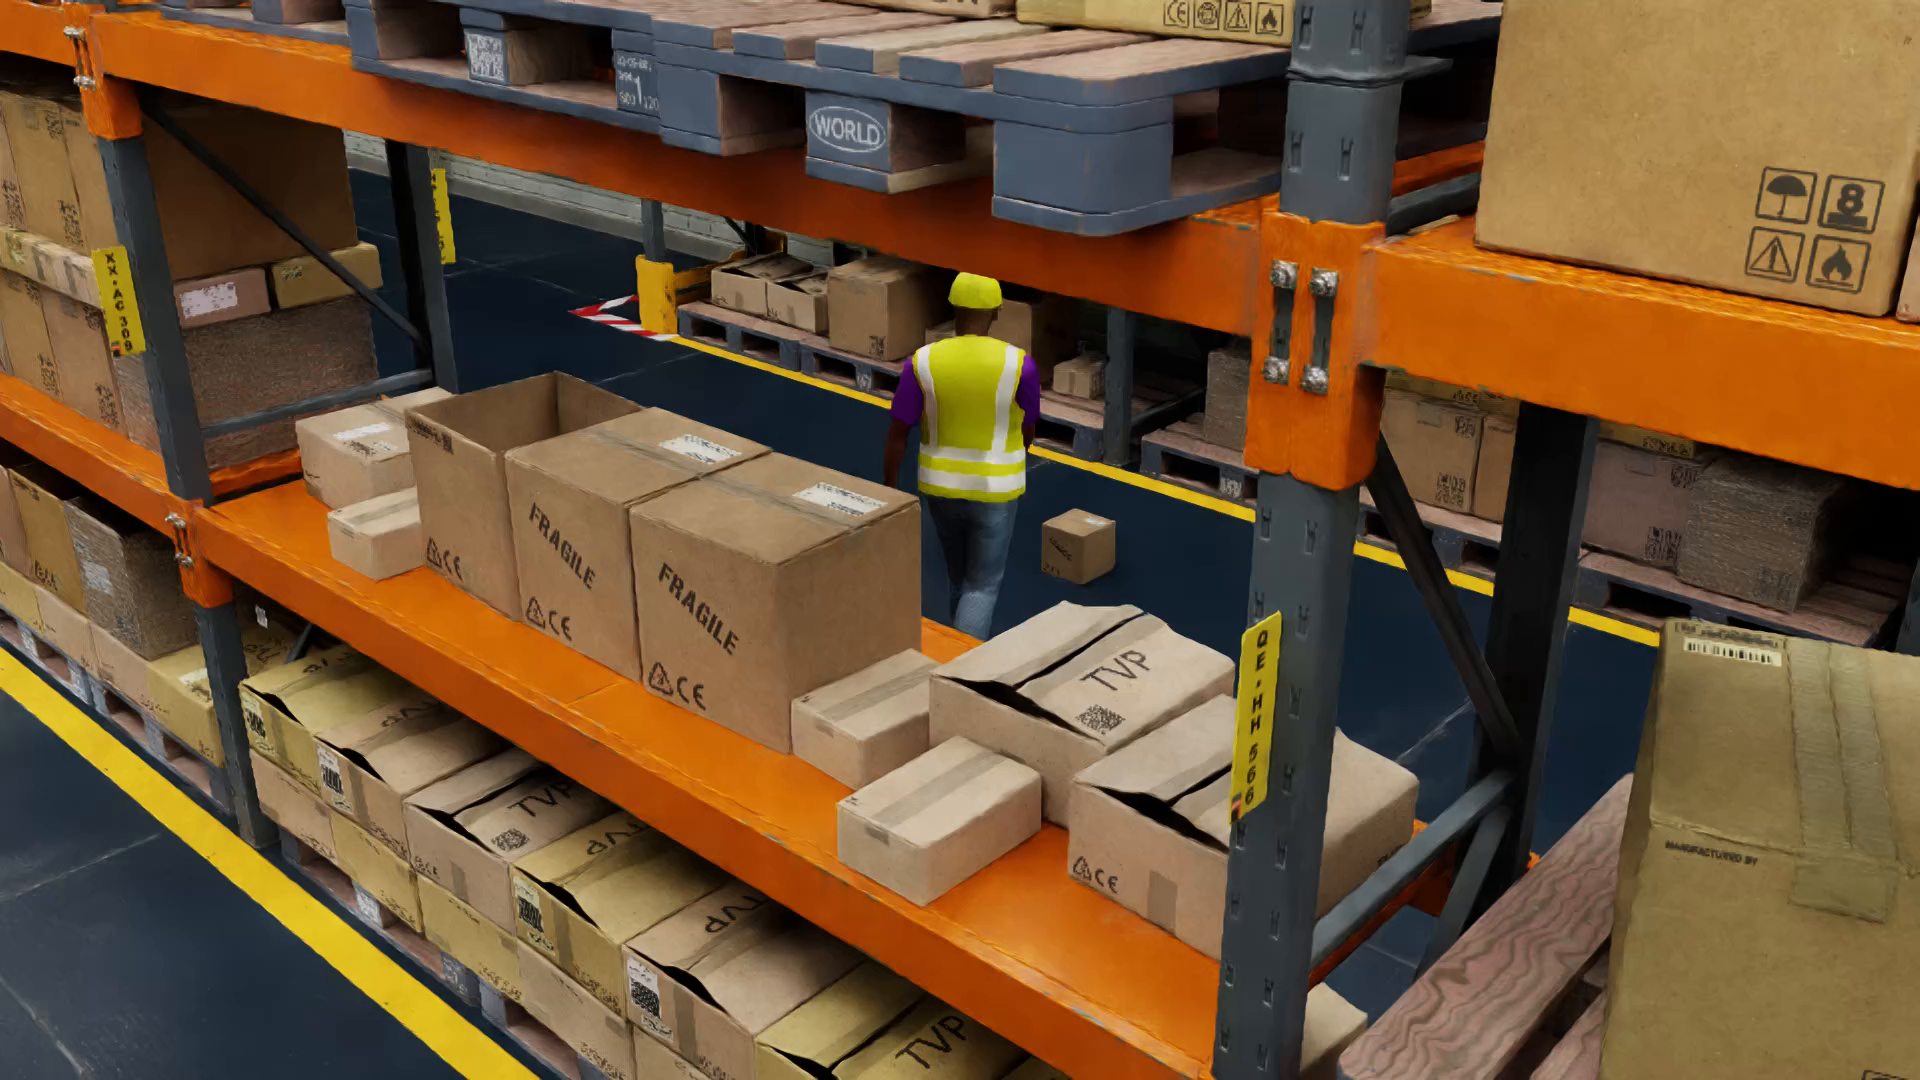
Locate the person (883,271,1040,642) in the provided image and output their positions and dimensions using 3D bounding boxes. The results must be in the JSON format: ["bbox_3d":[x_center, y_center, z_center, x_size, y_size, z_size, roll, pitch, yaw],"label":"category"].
[{"bbox_3d":[-0.004,-0.176,6.482,0.583,1.756,0.755,8,25,17],"label":"person"}]
